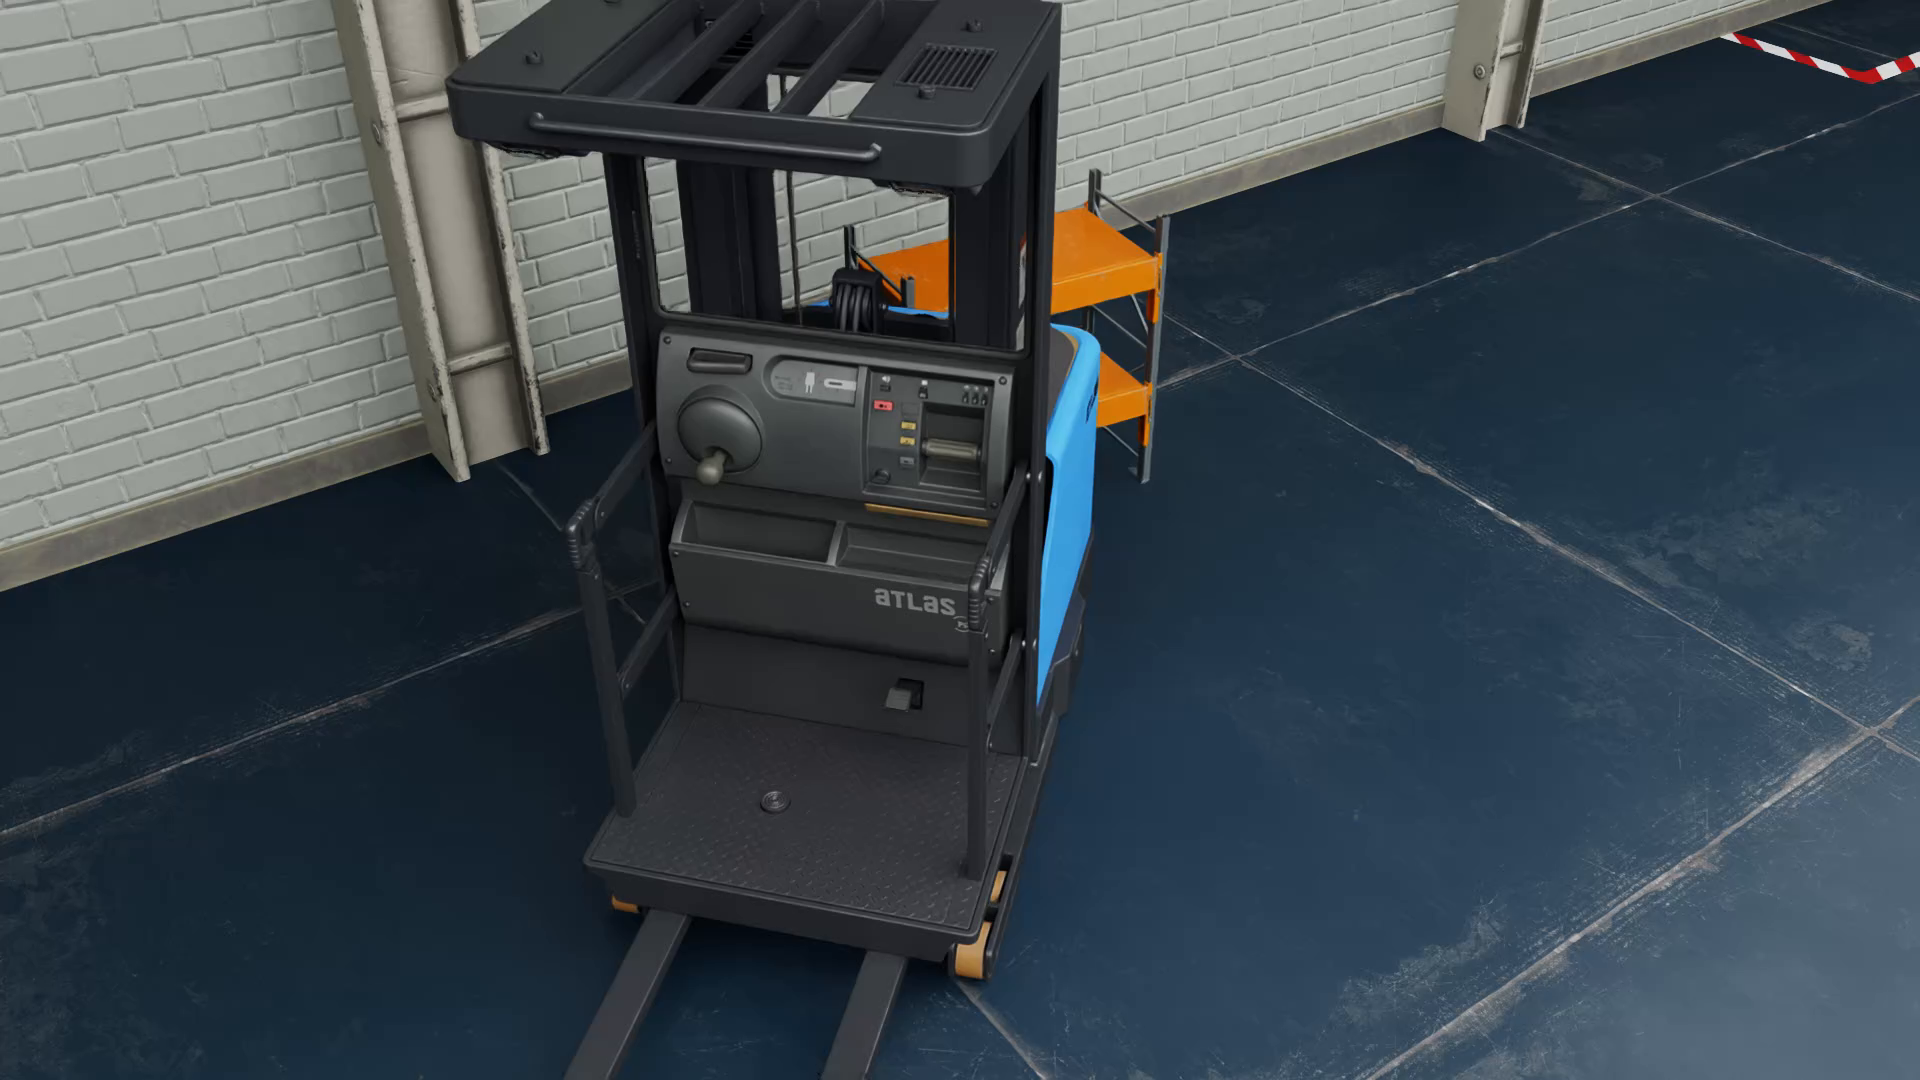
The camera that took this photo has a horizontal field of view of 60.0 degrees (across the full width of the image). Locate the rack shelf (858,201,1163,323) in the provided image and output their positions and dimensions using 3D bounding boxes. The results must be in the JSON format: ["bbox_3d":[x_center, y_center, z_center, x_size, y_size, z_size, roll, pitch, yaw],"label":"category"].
[{"bbox_3d":[0.168,-0.914,6.056,1.000,0.278,0.538,-17,39,-22],"label":"rack shelf"}]

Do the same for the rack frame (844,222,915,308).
[{"bbox_3d":[-0.281,-0.537,6.034,0.032,1.125,0.500,-17,39,-22],"label":"rack frame"}]

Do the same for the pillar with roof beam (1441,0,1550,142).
[{"bbox_3d":[5.474,-3.983,4.080,0.400,9.000,9.100,-22,41,-28],"label":"pillar with roof beam"}]

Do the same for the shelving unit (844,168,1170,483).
[{"bbox_3d":[0.168,-0.676,6.227,1.048,1.125,0.538,-17,39,-22],"label":"shelving unit"}]

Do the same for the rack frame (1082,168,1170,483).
[{"bbox_3d":[0.618,-0.815,6.420,0.032,1.125,0.500,-17,39,-22],"label":"rack frame"}]

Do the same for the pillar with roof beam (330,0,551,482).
[{"bbox_3d":[0.569,-1.964,1.274,0.400,9.000,9.100,-22,41,-28],"label":"pillar with roof beam"}]

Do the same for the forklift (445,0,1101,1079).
[{"bbox_3d":[-0.376,-0.233,4.064,1.130,2.935,3.031,8,36,11],"label":"forklift"}]

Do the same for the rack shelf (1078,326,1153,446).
[{"bbox_3d":[0.168,-0.478,6.370,1.000,0.278,0.538,-17,39,-22],"label":"rack shelf"}]
